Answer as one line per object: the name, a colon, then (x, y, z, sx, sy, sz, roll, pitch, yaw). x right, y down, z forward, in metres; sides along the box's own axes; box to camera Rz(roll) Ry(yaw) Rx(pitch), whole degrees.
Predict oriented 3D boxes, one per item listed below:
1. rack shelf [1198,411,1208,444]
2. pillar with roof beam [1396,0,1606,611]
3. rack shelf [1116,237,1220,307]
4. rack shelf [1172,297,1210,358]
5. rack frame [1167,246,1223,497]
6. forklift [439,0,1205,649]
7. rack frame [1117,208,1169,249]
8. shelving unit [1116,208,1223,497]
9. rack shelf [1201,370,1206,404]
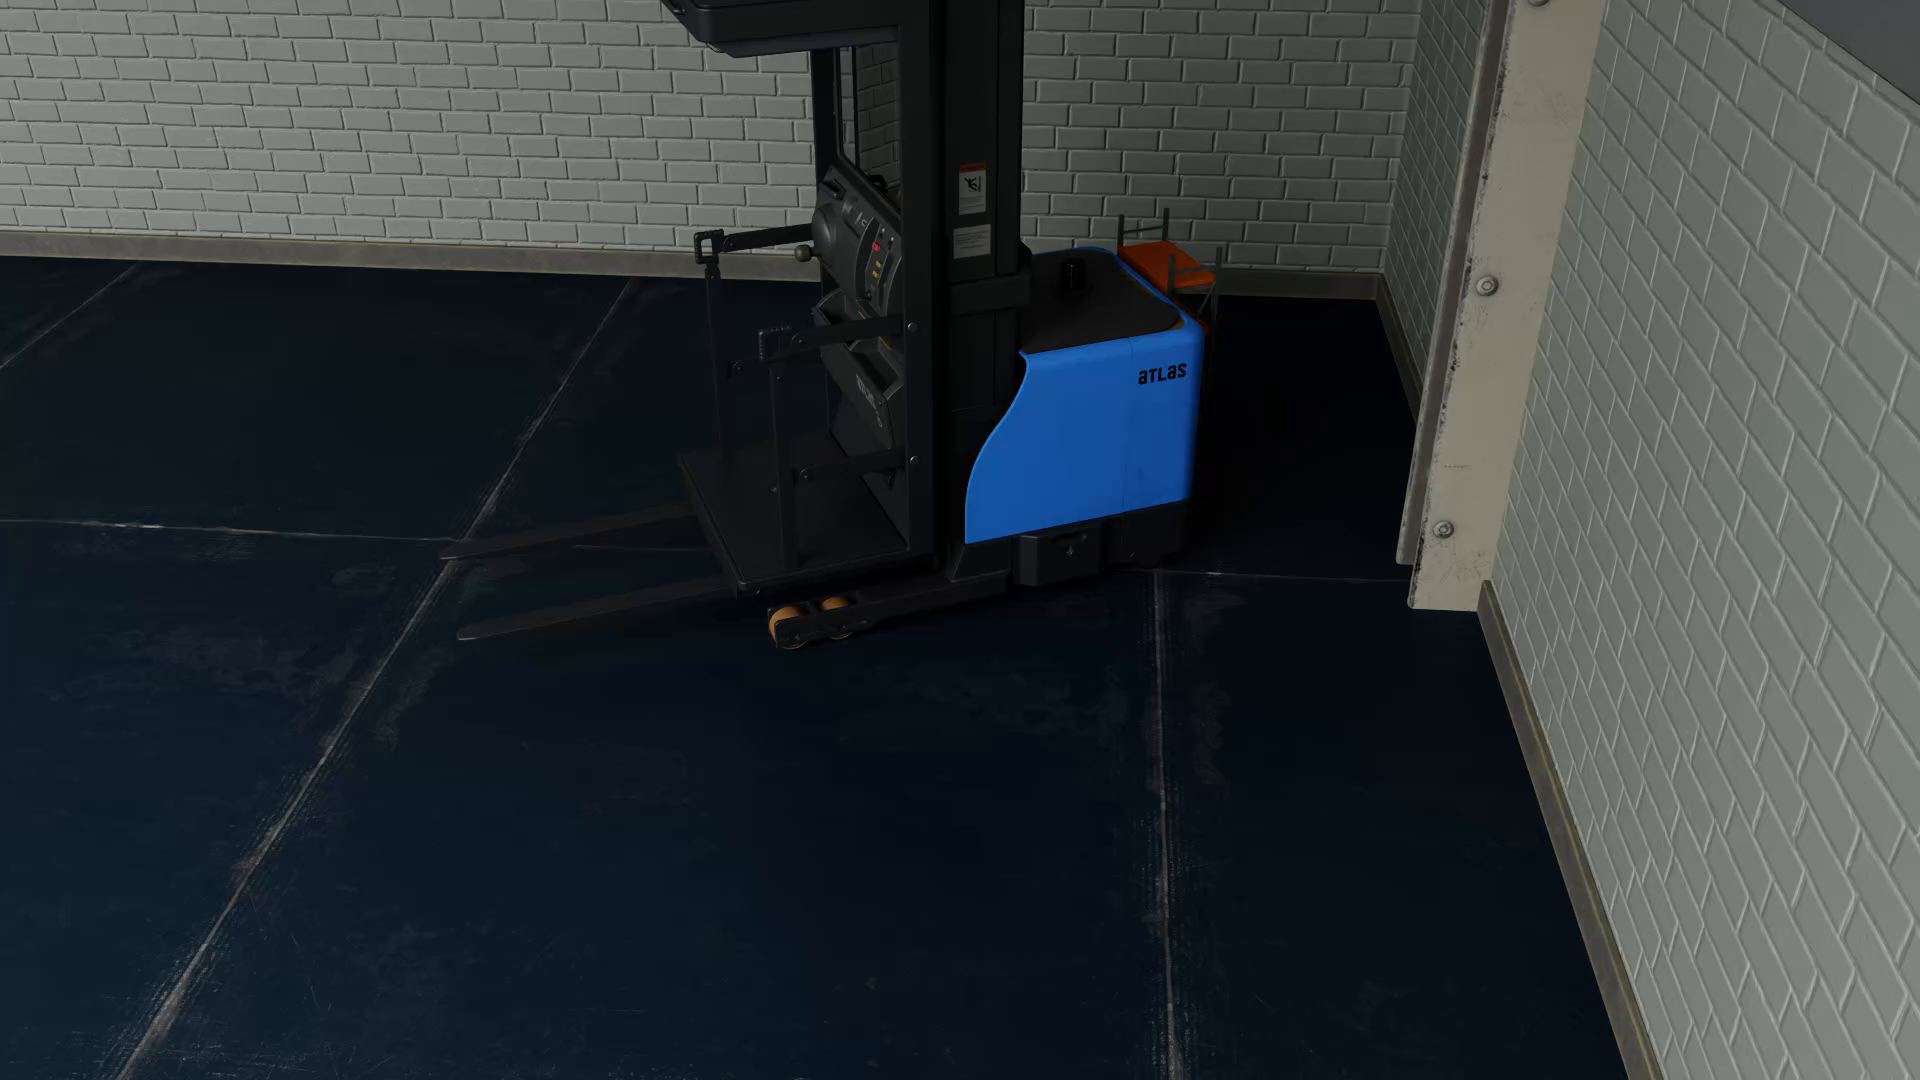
rack shelf: (0.896, -0.585, 7.562, 0.258, 0.148, 0.480, -11, 33, -18)
pillar with roof beam: (-2.285, -3.833, 4.893, 9.100, 9.000, 0.400, 2, 32, 4)
rack shelf: (0.896, -1.146, 7.217, 0.258, 0.148, 0.480, -11, 33, -18)
rack shelf: (0.896, -0.944, 7.341, 0.258, 0.148, 0.480, -11, 33, -18)
rack frame: (0.982, -0.692, 7.229, 0.240, 1.200, 0.015, -11, 33, -18)
forklift: (-0.581, -1.131, 6.292, 3.031, 2.935, 1.130, -11, 33, -18)
rack frame: (0.809, -0.931, 7.617, 0.240, 1.200, 0.015, -11, 33, -18)
shelving unit: (0.896, -0.811, 7.423, 0.258, 1.200, 0.503, -11, 33, -18)
rack shelf: (0.896, -0.754, 7.458, 0.258, 0.148, 0.480, -11, 33, -18)
